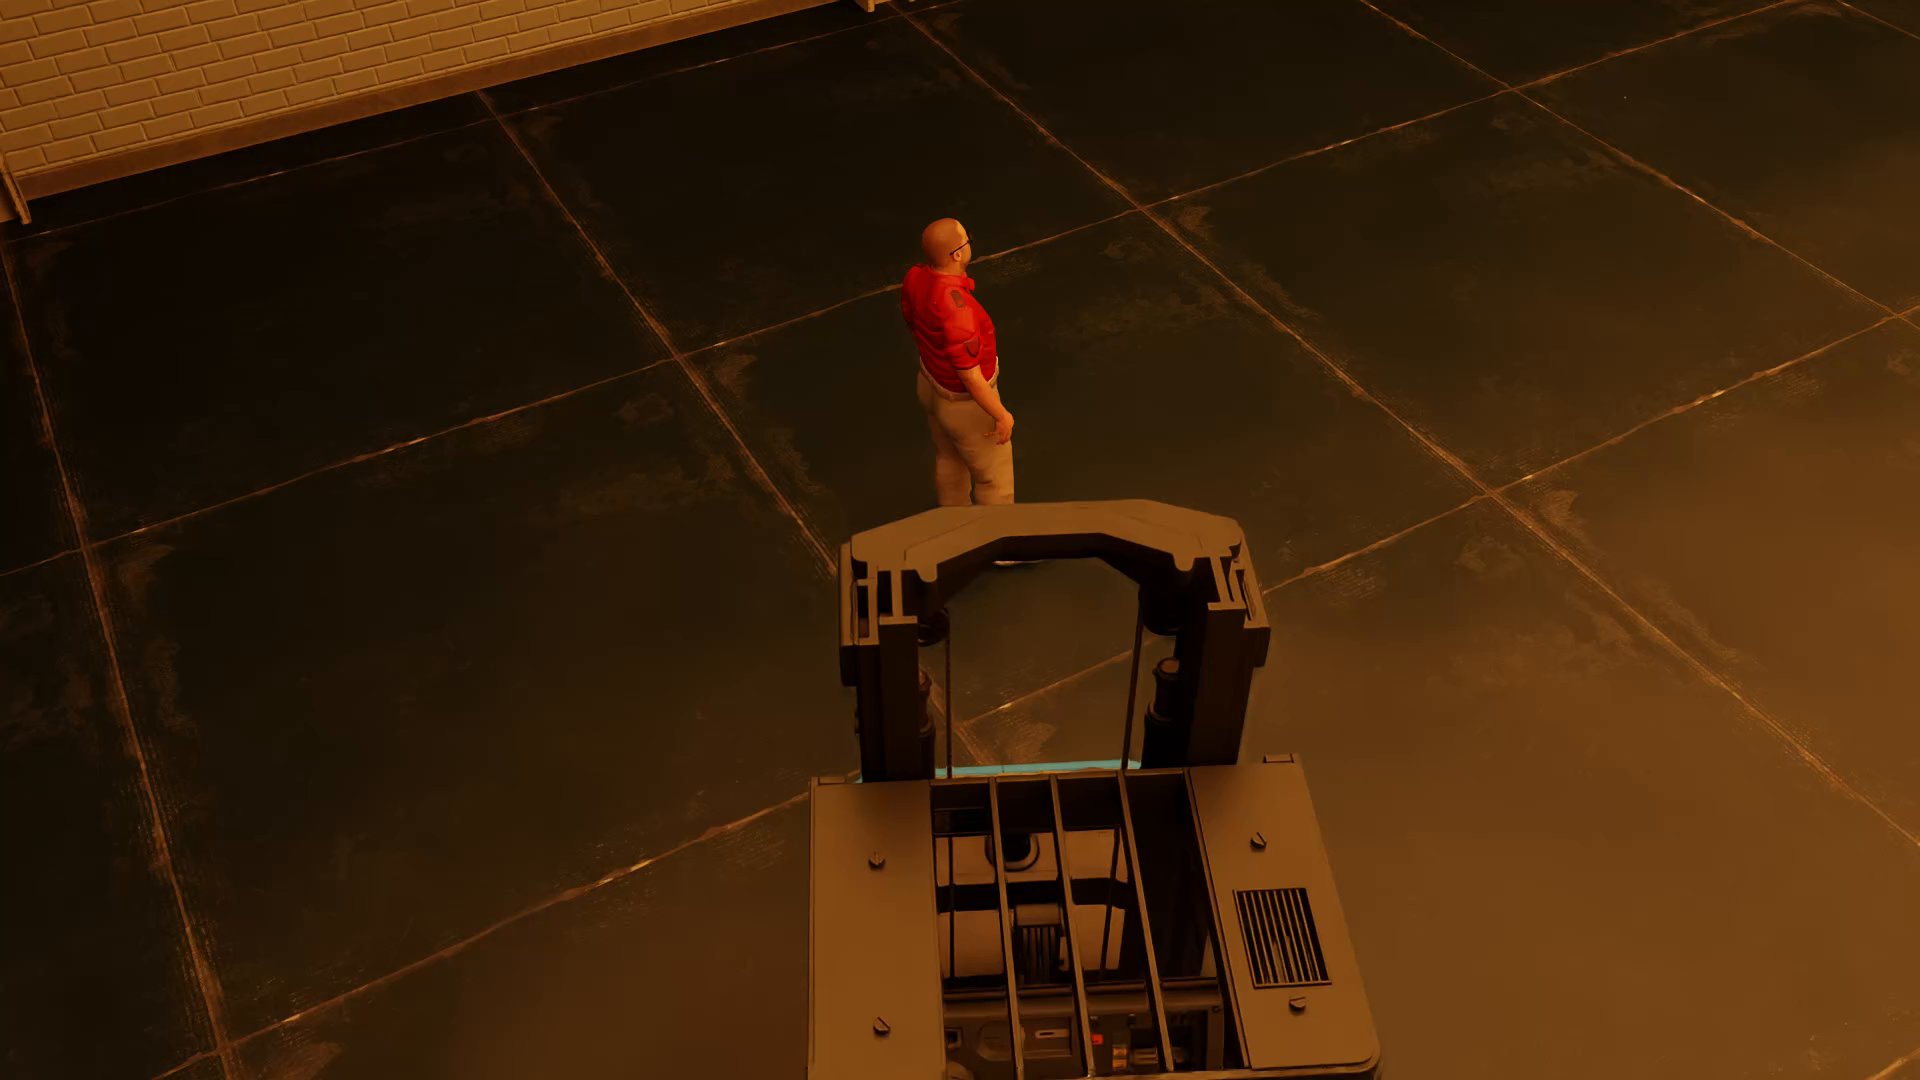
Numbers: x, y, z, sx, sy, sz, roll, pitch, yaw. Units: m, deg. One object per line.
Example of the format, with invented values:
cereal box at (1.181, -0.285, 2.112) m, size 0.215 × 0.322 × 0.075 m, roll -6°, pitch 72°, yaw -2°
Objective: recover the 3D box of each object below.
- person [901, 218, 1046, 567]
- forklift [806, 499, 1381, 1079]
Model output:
person at (0.084, -0.662, 7.285) m, size 0.551 × 1.727 × 0.640 m, roll -21°, pitch 47°, yaw -21°
forklift at (0.231, 1.455, 4.128) m, size 1.130 × 2.935 × 3.031 m, roll -2°, pitch 43°, yaw -3°
